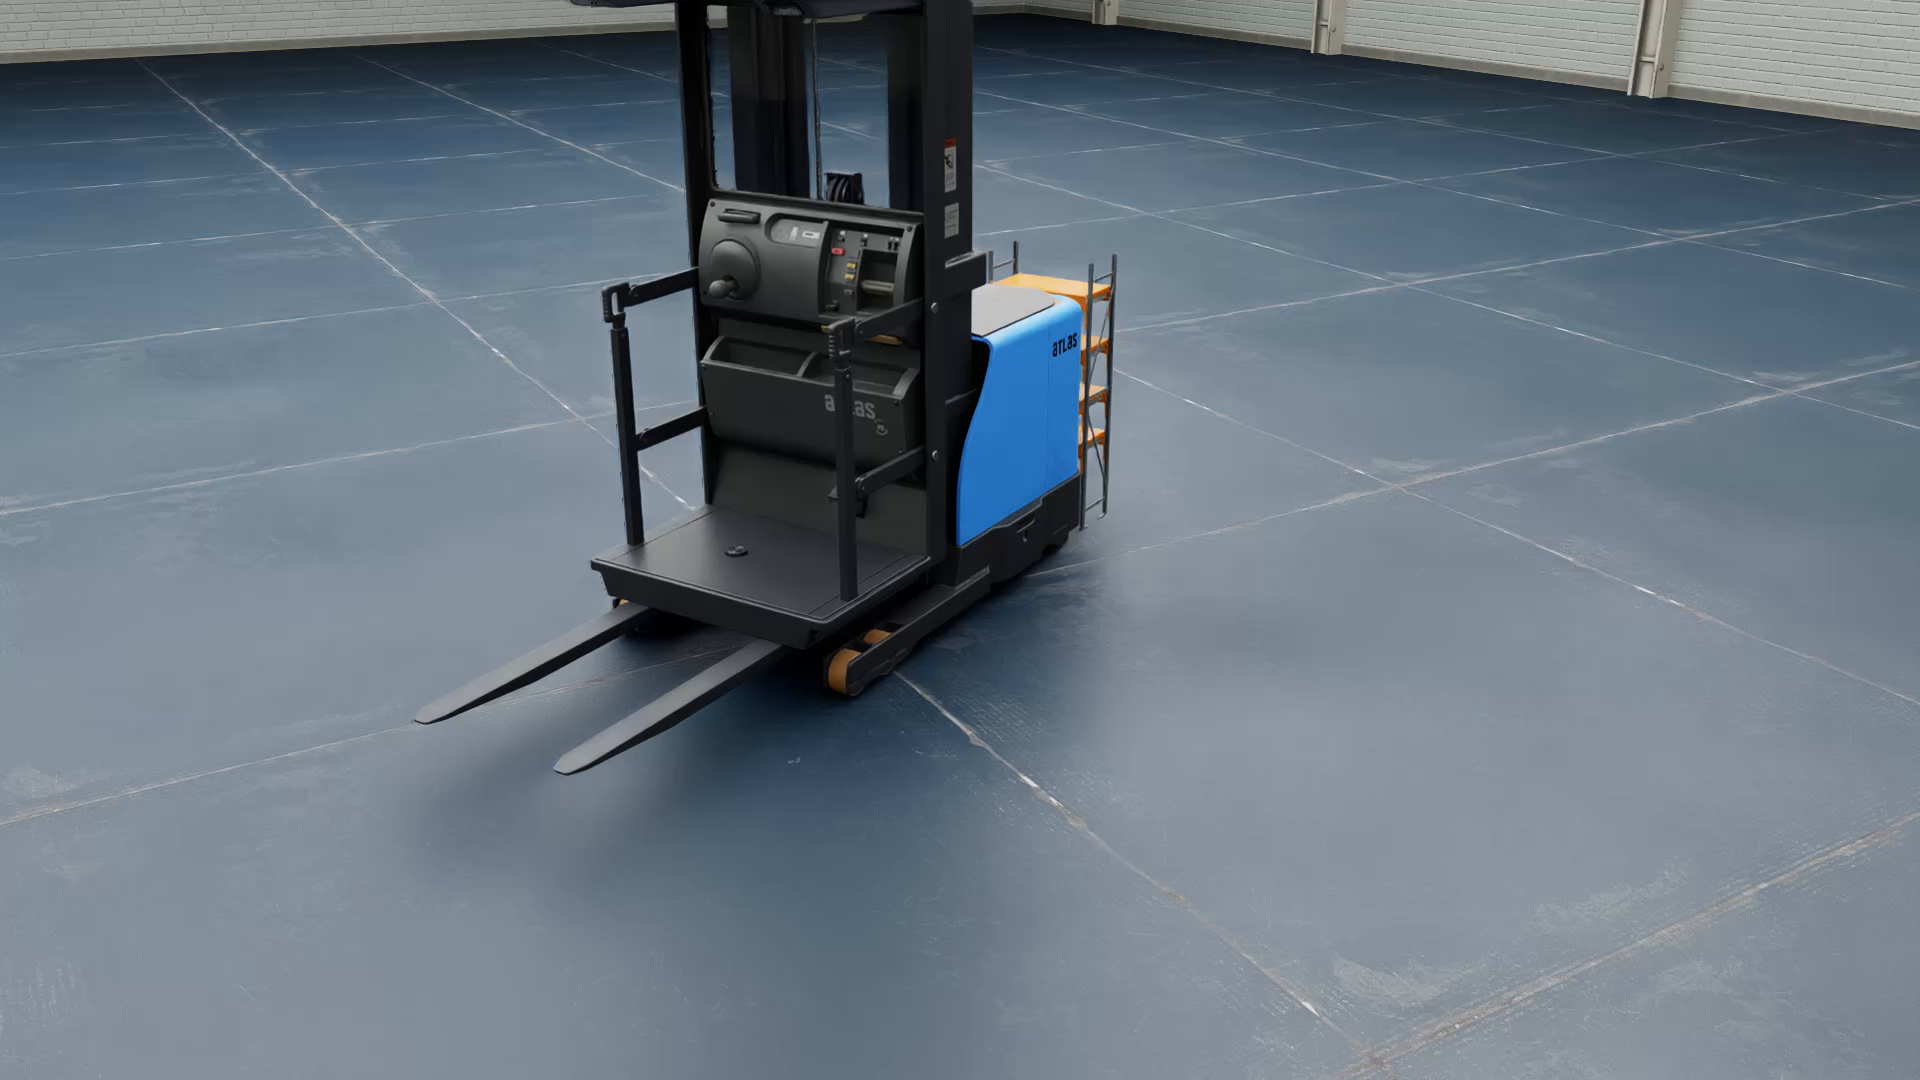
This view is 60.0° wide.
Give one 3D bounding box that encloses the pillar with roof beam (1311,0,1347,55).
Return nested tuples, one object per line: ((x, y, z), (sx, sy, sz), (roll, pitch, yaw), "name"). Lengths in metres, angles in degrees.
((2.056, -10.985, 22.386), (9.100, 9.000, 0.400), (-13, 25, -28), "pillar with roof beam")

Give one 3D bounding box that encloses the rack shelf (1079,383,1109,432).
((0.397, -0.625, 7.430), (0.480, 0.148, 0.258), (13, 25, 29), "rack shelf")

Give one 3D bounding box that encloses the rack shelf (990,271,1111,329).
((0.399, -1.052, 7.260), (0.480, 0.148, 0.258), (13, 25, 29), "rack shelf")

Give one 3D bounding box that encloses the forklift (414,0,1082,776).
((-0.674, -1.000, 5.878), (1.130, 2.935, 3.031), (13, 25, 29), "forklift")

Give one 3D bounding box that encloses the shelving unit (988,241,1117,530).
((0.397, -0.687, 7.406), (0.503, 1.200, 0.258), (13, 25, 29), "shelving unit")

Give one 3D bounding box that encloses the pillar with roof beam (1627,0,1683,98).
((5.121, -9.042, 17.607), (9.100, 9.000, 0.400), (-13, 25, -28), "pillar with roof beam")

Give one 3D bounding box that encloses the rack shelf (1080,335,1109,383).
((0.398, -0.832, 7.348), (0.480, 0.148, 0.258), (13, 25, 29), "rack shelf")

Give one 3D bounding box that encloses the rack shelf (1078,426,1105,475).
((0.396, -0.440, 7.504), (0.480, 0.148, 0.258), (13, 25, 29), "rack shelf")

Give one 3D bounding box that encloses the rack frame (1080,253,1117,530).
((0.605, -0.639, 7.288), (0.015, 1.200, 0.240), (13, 25, 29), "rack frame")

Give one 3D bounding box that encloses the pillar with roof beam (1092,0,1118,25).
((-1.009, -12.927, 27.164), (9.100, 9.000, 0.400), (-13, 25, -28), "pillar with roof beam")

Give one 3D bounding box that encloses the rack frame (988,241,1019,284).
((0.189, -0.735, 7.524), (0.015, 1.200, 0.240), (13, 25, 29), "rack frame")
